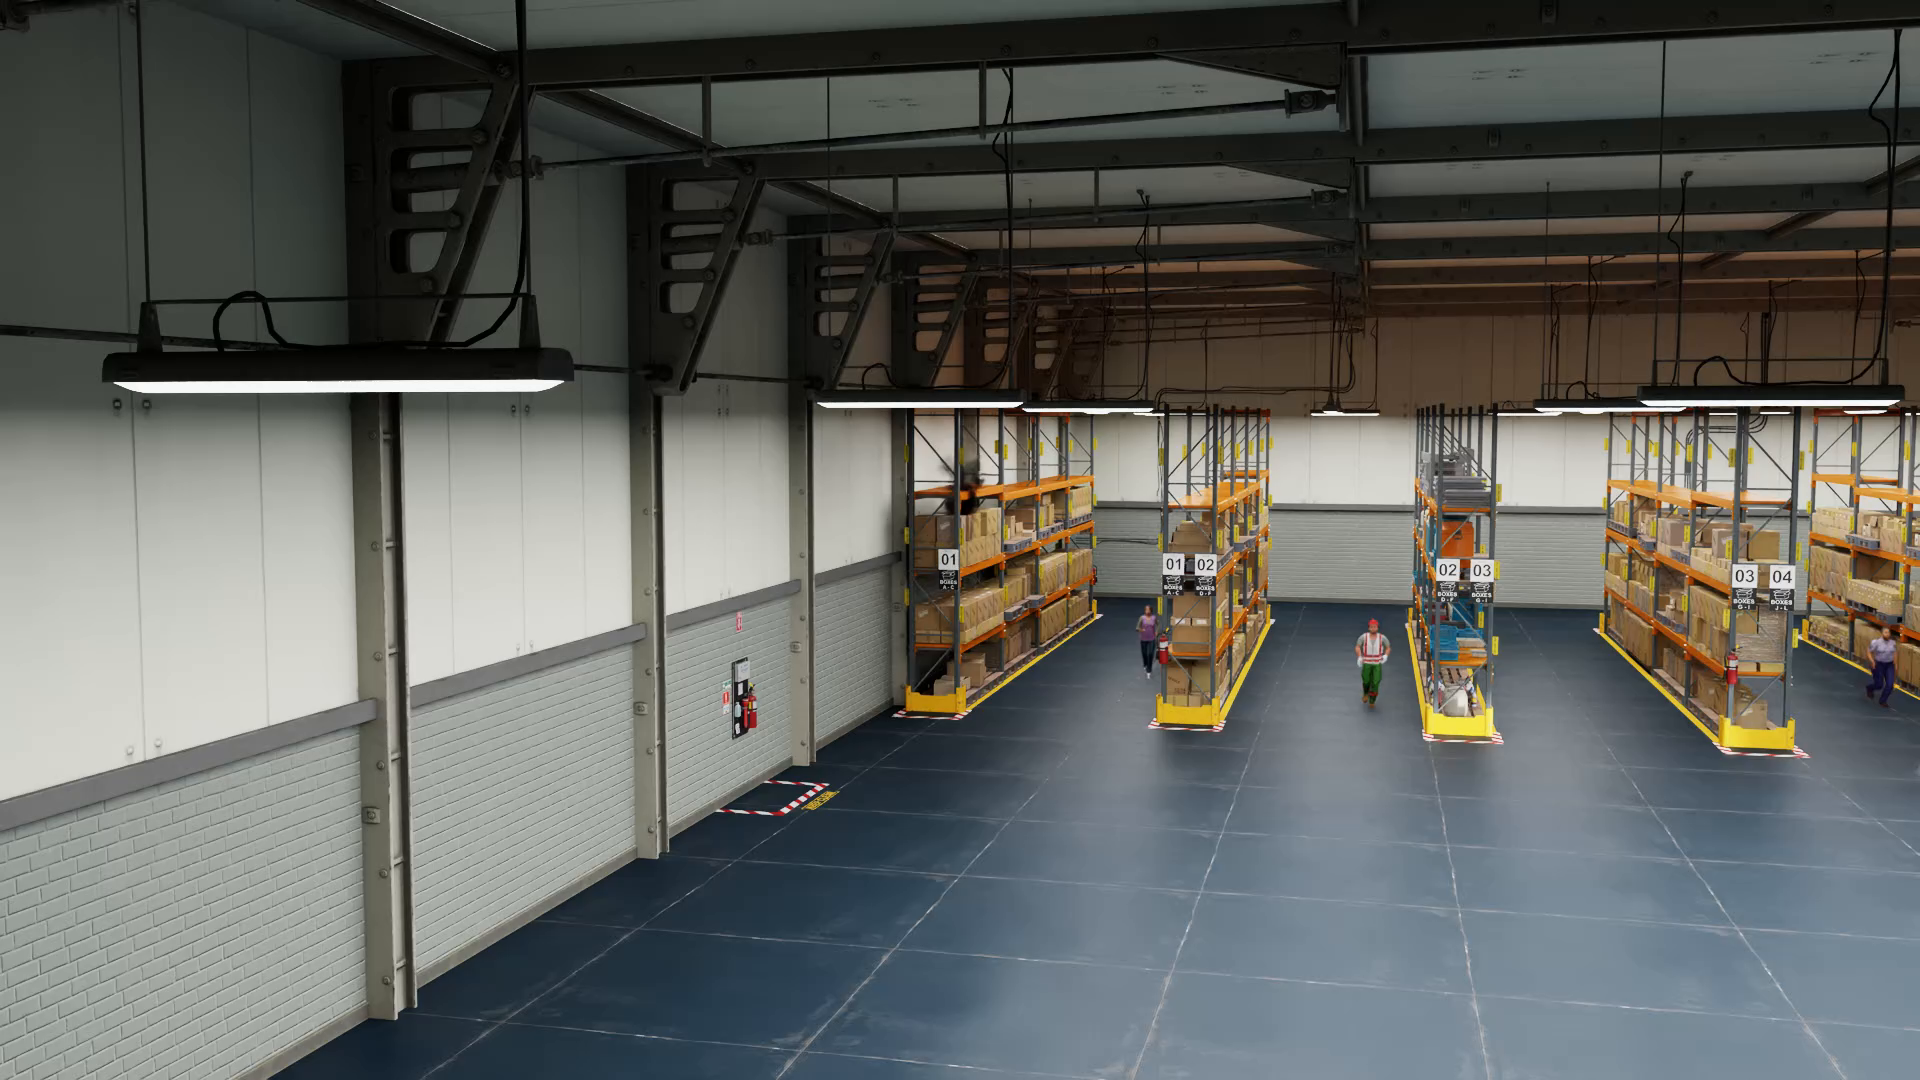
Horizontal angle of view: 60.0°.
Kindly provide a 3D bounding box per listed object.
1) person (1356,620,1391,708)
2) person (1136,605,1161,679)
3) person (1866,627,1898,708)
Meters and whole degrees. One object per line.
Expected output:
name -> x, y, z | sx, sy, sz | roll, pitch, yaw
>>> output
person -> 8.196, 2.451, 32.963 | 0.673, 1.752, 0.590 | 1, 4, 12
person -> 4.152, 2.221, 36.707 | 0.545, 1.580, 0.873 | 1, 4, 8
person -> 18.388, 2.520, 33.176 | 0.593, 1.600, 0.586 | 0, 4, 5
